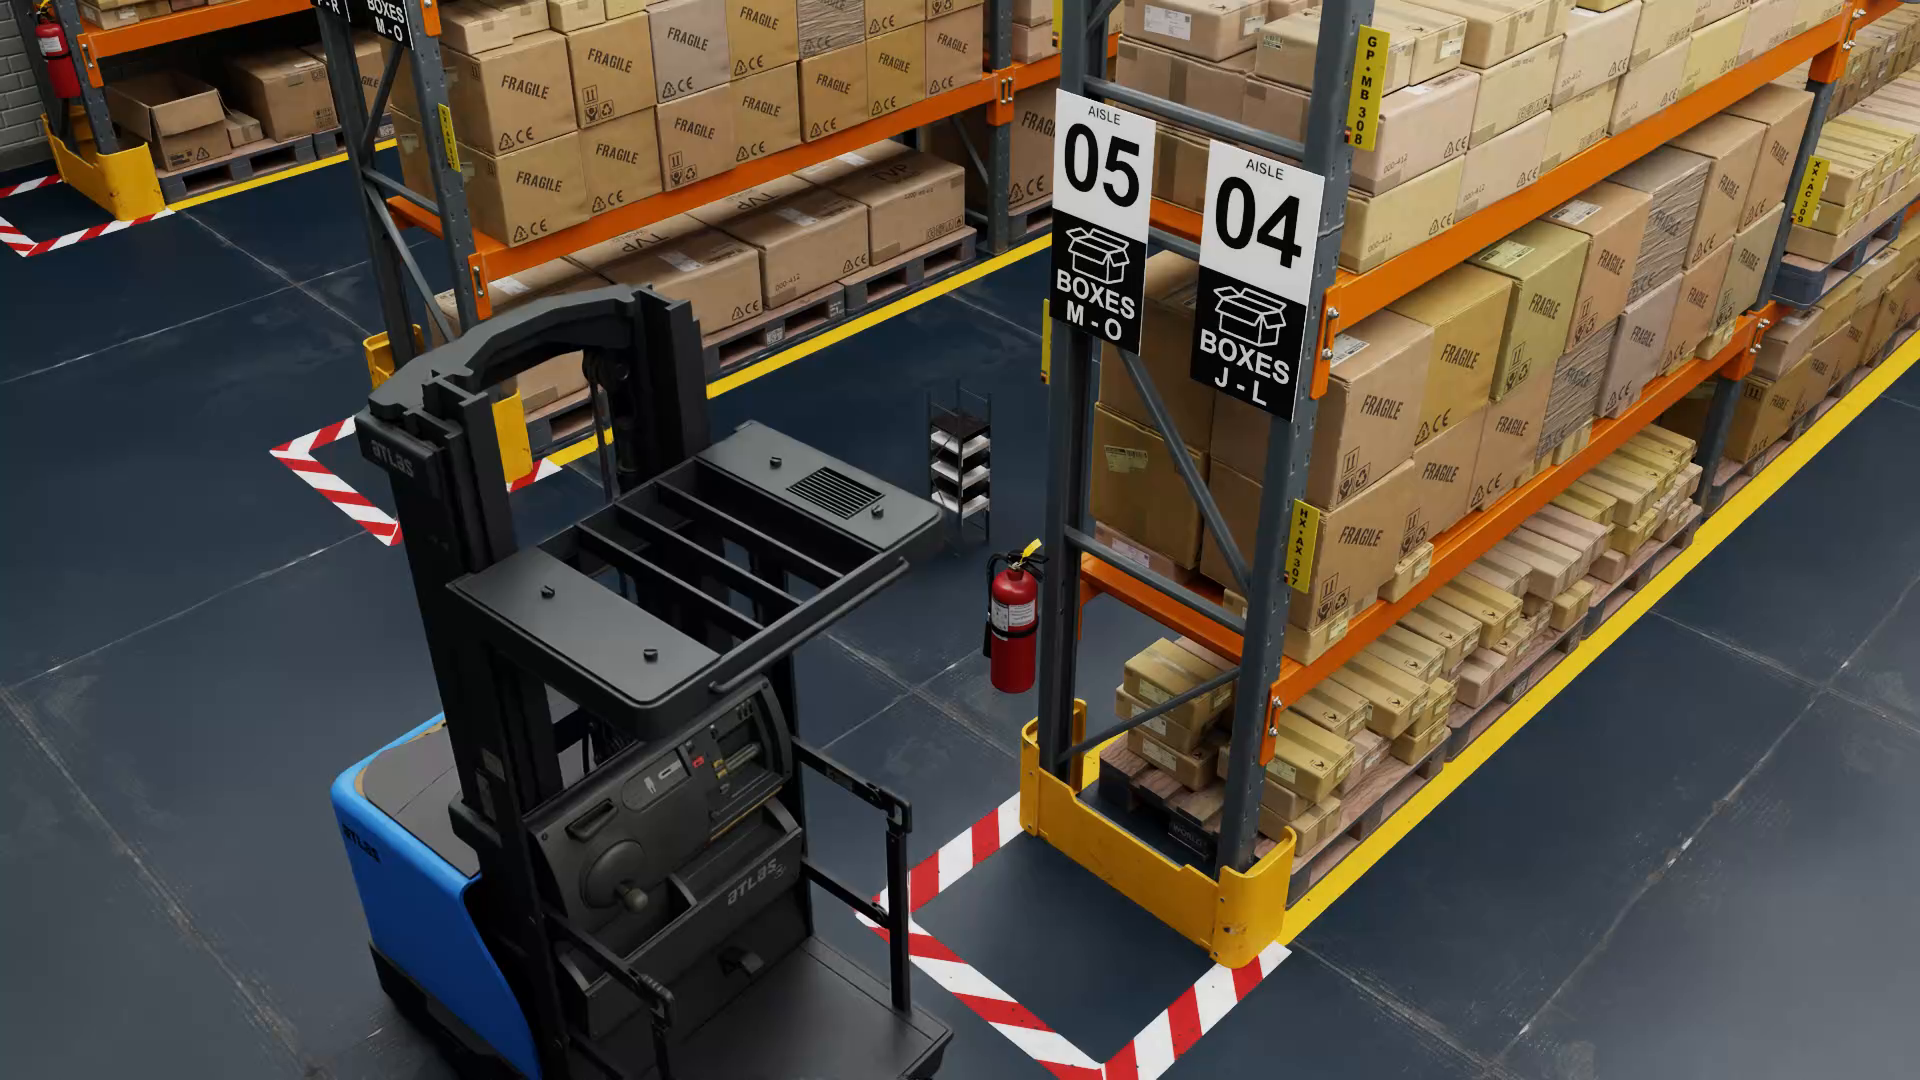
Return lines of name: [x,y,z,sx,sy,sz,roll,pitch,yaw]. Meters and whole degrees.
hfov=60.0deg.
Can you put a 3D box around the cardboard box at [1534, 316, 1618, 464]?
cardboard box: [2.286,-0.707,6.785,0.500,0.500,0.500,28,44,34]

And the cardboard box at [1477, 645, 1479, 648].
cardboard box: [2.139,0.367,7.458,0.250,0.149,0.380,-27,43,-33]

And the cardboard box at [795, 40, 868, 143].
cardboard box: [-0.908,-2.749,9.973,0.500,0.500,0.500,29,44,35]

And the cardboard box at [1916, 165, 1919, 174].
cardboard box: [4.862,-2.059,8.664,0.250,0.149,0.380,-28,44,-34]

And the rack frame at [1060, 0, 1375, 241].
rack frame: [0.706,-2.303,4.177,1.000,3.000,0.127,30,45,35]

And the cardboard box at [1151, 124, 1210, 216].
cardboard box: [0.838,-1.303,5.495,0.500,0.250,0.500,29,44,34]

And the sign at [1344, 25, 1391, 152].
sign: [1.091,-1.213,4.471,0.100,0.325,0.005,30,45,35]

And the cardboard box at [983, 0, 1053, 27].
cardboard box: [0.450,-3.629,11.016,0.500,0.250,0.500,28,44,34]

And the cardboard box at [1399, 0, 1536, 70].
cardboard box: [1.531,-1.597,5.131,0.380,0.149,0.250,30,44,35]

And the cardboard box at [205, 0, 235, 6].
cardboard box: [-5.449,-4.036,12.125,0.250,0.149,0.380,-28,44,-34]

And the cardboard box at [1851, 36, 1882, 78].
cardboard box: [4.954,-2.760,9.408,0.250,0.149,0.380,-28,44,-34]

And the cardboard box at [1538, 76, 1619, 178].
cardboard box: [1.931,-1.517,5.803,0.500,0.250,0.500,28,44,34]

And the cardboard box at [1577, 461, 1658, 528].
cardboard box: [3.136,-0.240,8.068,0.380,0.149,0.250,29,44,35]

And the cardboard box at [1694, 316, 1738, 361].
cardboard box: [3.385,-1.005,7.779,0.380,0.149,0.250,28,44,34]

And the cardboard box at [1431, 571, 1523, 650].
cardboard box: [2.229,0.292,7.304,0.250,0.149,0.380,-29,44,-35]

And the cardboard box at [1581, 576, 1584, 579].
cardboard box: [2.835,0.090,8.114,0.380,0.149,0.250,28,44,34]

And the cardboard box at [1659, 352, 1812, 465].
cardboard box: [4.233,-0.806,9.093,0.500,0.500,0.500,-28,44,-34]

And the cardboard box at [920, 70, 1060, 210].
cardboard box: [0.320,-3.005,11.918,0.875,0.875,0.875,-28,44,-34]

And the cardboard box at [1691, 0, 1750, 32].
cardboard box: [2.640,-2.130,6.245,0.500,0.250,0.500,-28,44,-34]

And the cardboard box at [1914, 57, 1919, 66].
cardboard box: [5.695,-2.950,10.201,0.250,0.149,0.380,-28,43,-34]

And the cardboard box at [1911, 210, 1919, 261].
cardboard box: [5.698,-1.952,10.080,0.500,0.250,0.500,-29,44,-35]

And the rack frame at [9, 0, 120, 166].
rack frame: [-6.403,-3.796,11.561,1.000,3.000,0.127,30,45,35]

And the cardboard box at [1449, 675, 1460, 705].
cardboard box: [1.968,0.626,7.345,0.380,0.149,0.250,30,45,35]

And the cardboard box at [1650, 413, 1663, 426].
cardboard box: [3.867,-1.015,9.392,0.500,0.500,0.500,29,44,35]

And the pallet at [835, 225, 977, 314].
pallet: [-0.651,-1.999,11.423,1.003,0.211,1.213,30,45,35]

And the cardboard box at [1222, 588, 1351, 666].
cardboard box: [1.167,0.261,5.964,0.380,0.149,0.250,29,44,35]

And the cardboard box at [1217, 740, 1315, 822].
cardboard box: [1.257,0.923,6.660,0.250,0.149,0.380,-28,44,-34]

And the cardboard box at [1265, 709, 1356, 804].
cardboard box: [1.316,0.835,6.527,0.380,0.149,0.250,27,43,33]

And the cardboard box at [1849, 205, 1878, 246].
cardboard box: [4.319,-1.625,8.301,0.250,0.149,0.380,-29,44,-35]

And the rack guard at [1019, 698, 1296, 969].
rack guard: [0.759,1.152,6.652,1.175,0.500,0.348,30,45,35]

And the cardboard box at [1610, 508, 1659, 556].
cardboard box: [3.170,-0.105,8.133,0.380,0.149,0.250,28,44,34]

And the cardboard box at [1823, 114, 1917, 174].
cardboard box: [4.503,-1.973,8.280,0.250,0.149,0.380,-30,44,-35]

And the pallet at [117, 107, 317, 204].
pallet: [-5.789,-3.007,12.868,1.003,0.211,1.213,30,45,35]

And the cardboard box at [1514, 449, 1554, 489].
cardboard box: [2.230,-0.393,6.901,0.250,0.149,0.380,-28,44,-34]

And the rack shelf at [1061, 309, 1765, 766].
rack shelf: [2.115,-0.359,7.263,1.077,0.370,4.000,30,45,35]

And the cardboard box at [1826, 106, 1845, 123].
cardboard box: [4.767,-2.415,9.434,0.380,0.149,0.250,28,44,34]

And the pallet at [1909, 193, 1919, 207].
pallet: [4.977,-2.191,9.428,1.003,0.211,1.213,30,45,35]

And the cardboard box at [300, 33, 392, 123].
cardboard box: [-4.832,-3.658,13.182,0.500,0.500,0.500,-29,44,-35]

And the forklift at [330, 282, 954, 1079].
forklift: [-0.726,0.832,4.986,3.031,2.935,1.130,26,42,32]

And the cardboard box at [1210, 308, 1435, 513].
cardboard box: [1.210,-0.491,5.601,0.500,0.500,0.500,29,44,35]

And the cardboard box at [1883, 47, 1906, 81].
cardboard box: [5.306,-2.843,9.787,0.250,0.149,0.380,-30,45,-35]

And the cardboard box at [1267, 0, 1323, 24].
cardboard box: [0.959,-1.703,5.283,0.250,0.149,0.380,-29,44,-35]

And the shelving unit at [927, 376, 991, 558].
shelving unit: [-0.006,-0.366,8.479,0.258,0.900,0.210,30,45,35]

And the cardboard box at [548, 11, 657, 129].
cardboard box: [-1.979,-2.540,8.800,0.500,0.500,0.500,28,44,34]

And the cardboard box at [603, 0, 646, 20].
cardboard box: [-1.860,-2.855,8.683,0.380,0.149,0.250,28,44,34]

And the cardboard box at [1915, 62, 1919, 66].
cardboard box: [5.410,-2.496,9.029,0.250,0.149,0.380,-28,43,-34]

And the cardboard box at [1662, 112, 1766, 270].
cardboard box: [3.024,-1.528,7.087,0.500,0.500,0.500,28,44,34]

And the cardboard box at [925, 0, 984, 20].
cardboard box: [-0.196,-3.569,10.274,0.500,0.500,0.500,29,44,35]

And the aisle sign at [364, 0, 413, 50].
aisle sign: [-2.723,-2.717,7.742,0.394,0.787,0.004,30,45,35]

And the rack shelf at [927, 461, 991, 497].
rack shelf: [-0.006,-0.338,8.498,0.258,0.077,0.200,30,45,35]
